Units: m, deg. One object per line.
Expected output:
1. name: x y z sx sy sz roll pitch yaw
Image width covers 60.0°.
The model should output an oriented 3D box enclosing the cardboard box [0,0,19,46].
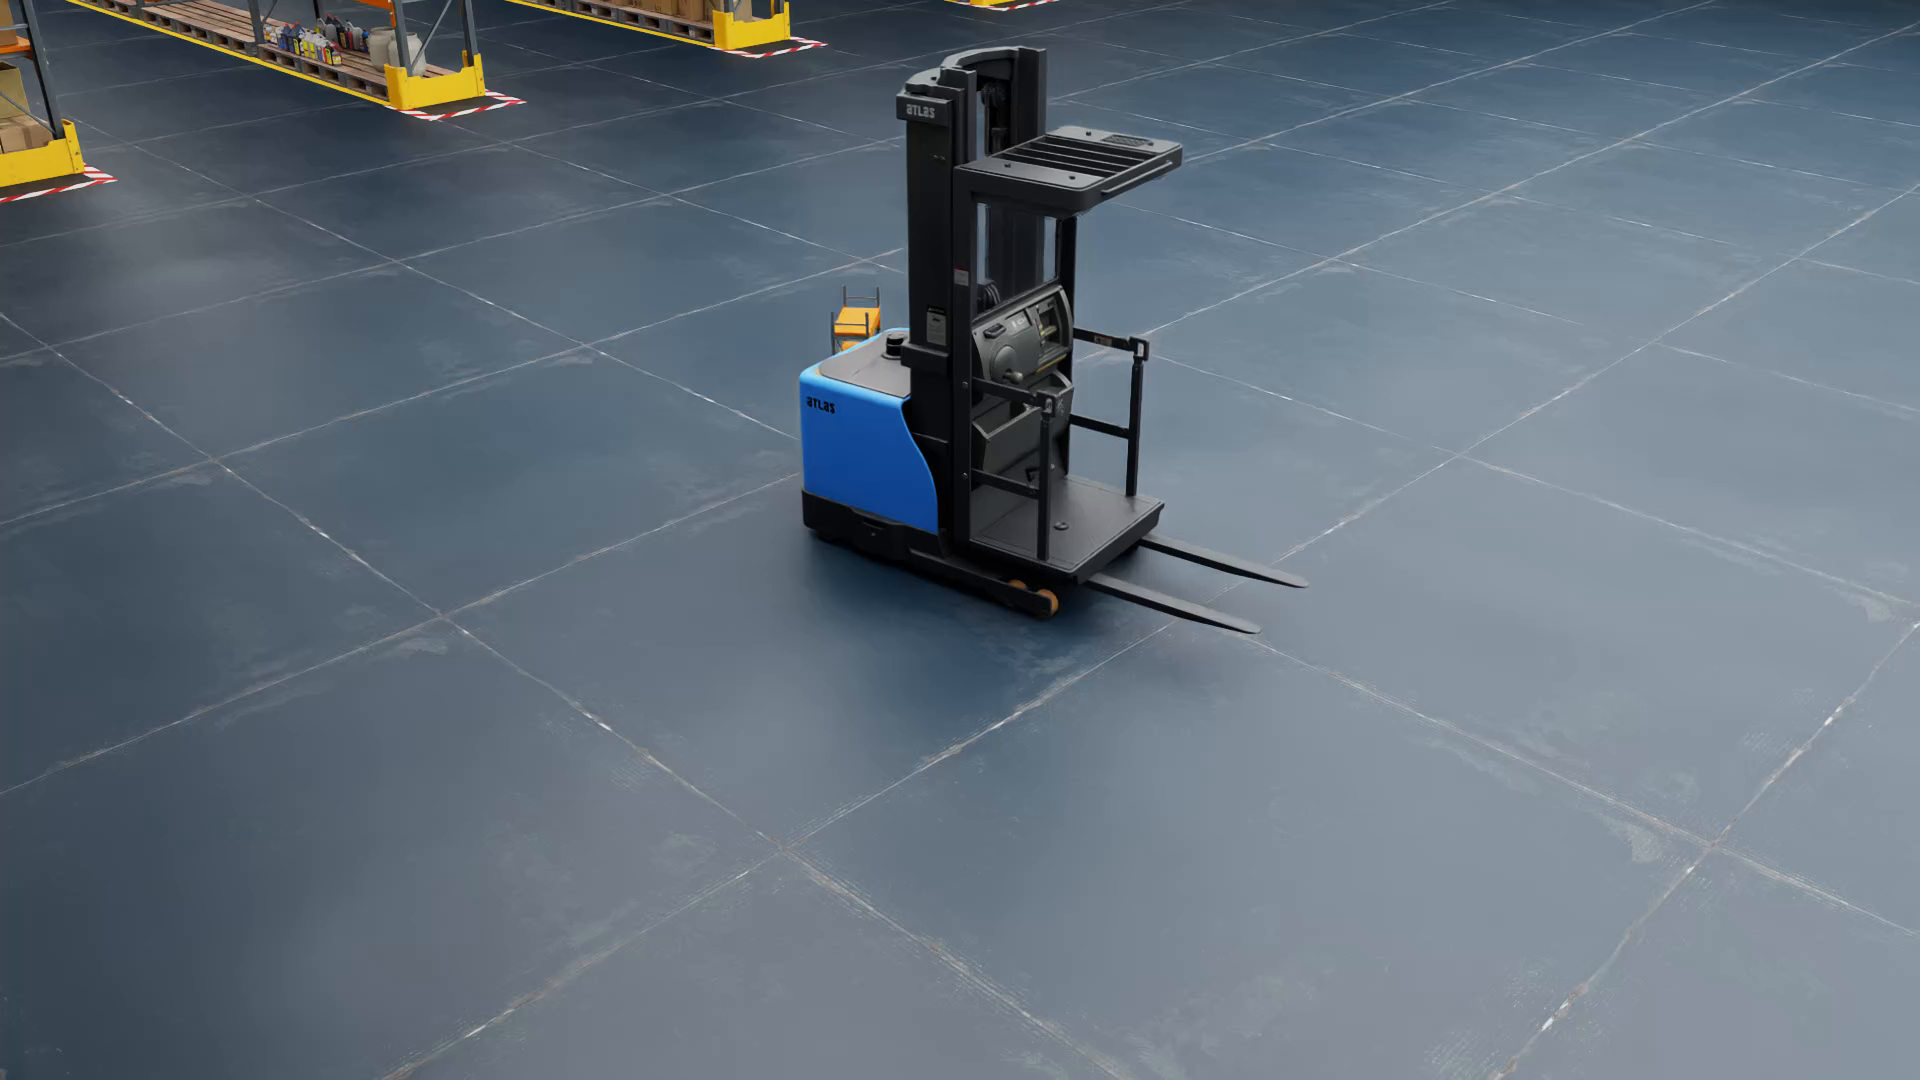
1. cardboard box: -10.176 -5.329 17.054 0.500 0.500 0.700 25 36 38

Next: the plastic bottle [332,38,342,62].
1. plastic bottle: -8.080 -6.344 21.537 0.133 0.283 0.061 25 36 38

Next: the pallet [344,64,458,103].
1. pallet: -7.039 -5.813 21.077 1.213 0.211 1.003 25 36 38

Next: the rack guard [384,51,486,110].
1. rack guard: -6.464 -5.674 20.503 0.348 0.500 1.175 25 36 38

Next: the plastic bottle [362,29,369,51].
1. plastic bottle: -7.911 -6.663 22.158 0.097 0.271 0.097 0 28 0

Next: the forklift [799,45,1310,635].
1. forklift: 0.527 -1.132 9.254 3.031 2.935 1.130 18 33 30

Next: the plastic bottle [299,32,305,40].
1. plastic bottle: -8.678 -6.565 21.971 0.097 0.271 0.097 0 28 0

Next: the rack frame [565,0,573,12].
1. rack frame: -5.756 -9.720 25.512 0.127 3.000 1.000 25 36 38

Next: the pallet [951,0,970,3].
1. pallet: 0.020 -9.028 27.193 1.213 0.211 1.003 25 36 38

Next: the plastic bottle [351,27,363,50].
1. plastic bottle: -8.087 -6.728 22.277 0.152 0.276 0.135 -25 36 -38

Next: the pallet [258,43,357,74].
1. pallet: -8.779 -6.609 22.591 1.213 0.211 1.003 25 36 38

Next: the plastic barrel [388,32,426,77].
1. plastic barrel: -6.899 -6.045 20.745 0.421 0.512 0.421 0 28 0

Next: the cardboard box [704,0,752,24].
1. cardboard box: -3.338 -7.703 23.912 0.500 0.500 0.500 -18 33 -30

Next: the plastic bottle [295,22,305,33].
1. plastic bottle: -8.843 -6.745 22.228 0.185 0.351 0.144 25 36 38

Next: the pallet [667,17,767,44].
1. pallet: -3.513 -7.482 24.252 1.213 0.211 1.003 25 36 38

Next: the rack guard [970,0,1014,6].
1. rack guard: 0.663 -8.913 26.664 0.348 0.500 1.175 25 36 38

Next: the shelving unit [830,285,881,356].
1. shelving unit: -0.666 -1.006 10.874 0.258 1.200 0.503 3 28 5

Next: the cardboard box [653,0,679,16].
1. cardboard box: -4.221 -8.097 24.661 0.500 0.500 0.500 -21 34 -35

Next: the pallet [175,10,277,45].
1. pallet: -10.690 -7.483 24.255 1.213 0.211 1.003 25 36 38

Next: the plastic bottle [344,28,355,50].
1. plastic bottle: -8.162 -6.696 22.207 0.133 0.283 0.061 25 36 38

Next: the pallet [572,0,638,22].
1. pallet: -5.253 -8.278 25.766 1.213 0.211 1.003 25 36 38

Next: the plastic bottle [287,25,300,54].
1. plastic bottle: -8.810 -6.635 22.020 0.185 0.351 0.144 23 35 36

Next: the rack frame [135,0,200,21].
1. rack frame: -12.081 -9.381 24.868 0.127 3.000 1.000 25 36 38

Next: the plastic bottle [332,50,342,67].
1. plastic bottle: -7.994 -6.181 21.315 0.097 0.201 0.097 0 28 0

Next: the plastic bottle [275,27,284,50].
1. plastic bottle: -9.059 -6.719 22.259 0.152 0.276 0.135 -24 36 -37

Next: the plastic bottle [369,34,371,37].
1. plastic bottle: -7.767 -6.597 22.033 0.097 0.271 0.097 0 28 0

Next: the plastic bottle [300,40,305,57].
1. plastic bottle: -8.624 -6.469 21.864 0.097 0.201 0.097 0 28 0

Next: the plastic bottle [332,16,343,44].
1. plastic bottle: -8.431 -6.921 22.563 0.185 0.351 0.144 22 35 36

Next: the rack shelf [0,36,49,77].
1. rack shelf: -11.278 -5.462 18.188 4.000 0.370 1.077 25 36 38

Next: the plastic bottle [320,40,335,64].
1. plastic bottle: -8.154 -6.305 21.472 0.135 0.276 0.152 25 37 39

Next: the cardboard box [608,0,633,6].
1. cardboard box: -5.085 -8.471 25.371 0.500 0.500 0.500 -13 31 -24

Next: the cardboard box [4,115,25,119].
1. cardboard box: -10.438 -4.508 18.103 0.500 0.250 0.500 25 36 38

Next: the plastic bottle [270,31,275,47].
1. plastic bottle: -9.237 -6.749 22.397 0.097 0.201 0.097 0 28 0

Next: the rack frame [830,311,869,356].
1. rack frame: -0.689 -0.893 10.659 0.240 1.200 0.015 3 28 5

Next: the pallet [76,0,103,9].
1. pallet: -13.538 -8.788 26.737 1.213 0.211 1.003 25 36 38

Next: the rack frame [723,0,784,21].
1. rack frame: -2.904 -8.414 23.029 0.127 3.000 1.000 25 36 38

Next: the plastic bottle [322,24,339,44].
1. plastic bottle: -8.517 -6.831 22.471 0.135 0.276 0.152 25 36 38

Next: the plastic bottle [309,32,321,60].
1. plastic bottle: -8.374 -6.436 21.641 0.144 0.351 0.185 -24 36 -37

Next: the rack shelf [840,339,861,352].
1. rack shelf: -0.666 -1.145 10.801 0.258 0.148 0.480 3 28 5
